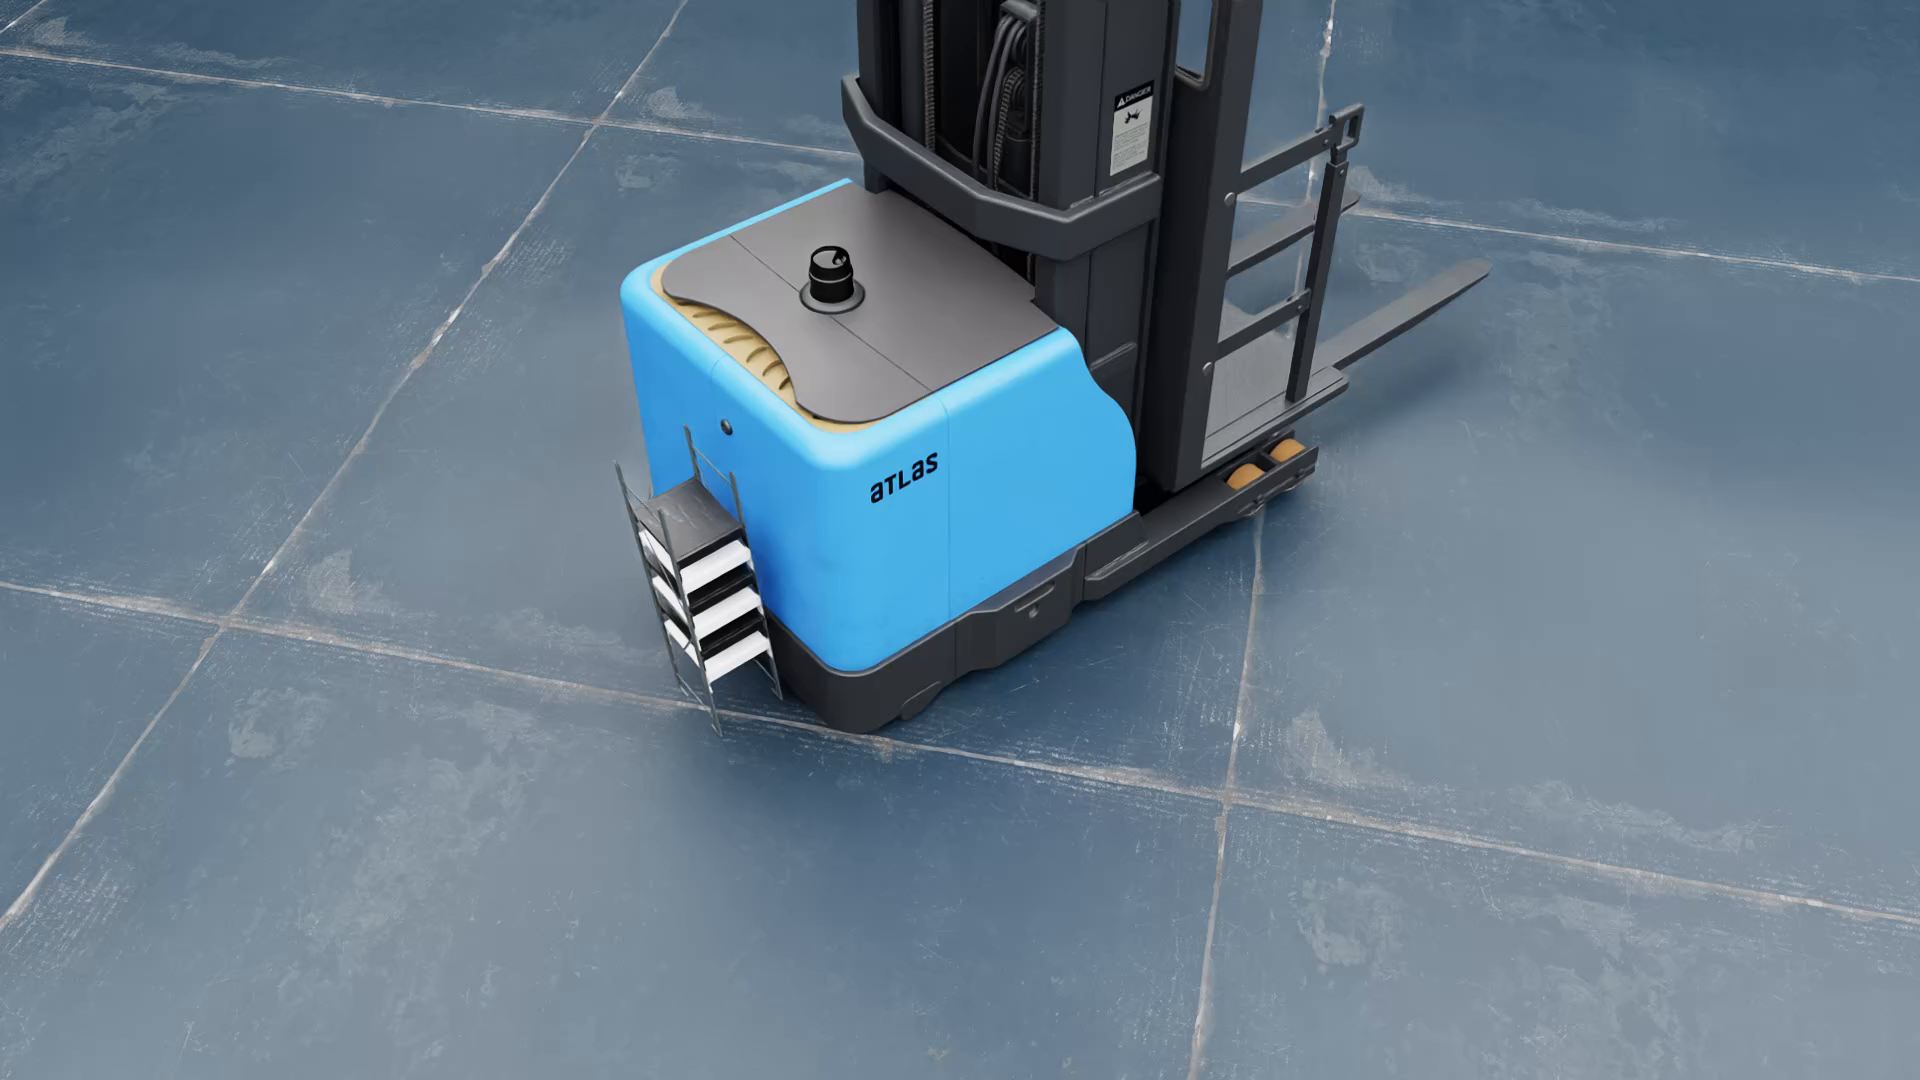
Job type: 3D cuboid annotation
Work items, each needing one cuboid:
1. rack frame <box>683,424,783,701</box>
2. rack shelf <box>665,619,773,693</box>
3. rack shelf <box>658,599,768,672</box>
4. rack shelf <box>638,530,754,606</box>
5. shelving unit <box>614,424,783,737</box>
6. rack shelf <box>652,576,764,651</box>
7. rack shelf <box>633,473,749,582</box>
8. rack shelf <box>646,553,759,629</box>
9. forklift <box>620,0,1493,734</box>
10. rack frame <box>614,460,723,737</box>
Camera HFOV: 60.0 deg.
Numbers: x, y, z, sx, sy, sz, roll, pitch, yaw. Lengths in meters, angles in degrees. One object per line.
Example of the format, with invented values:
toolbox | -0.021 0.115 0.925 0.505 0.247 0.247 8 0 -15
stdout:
rack frame | -0.606 0.082 4.496 0.006 0.900 0.240 -30 52 -23
rack shelf | -0.674 0.276 4.612 0.200 0.077 0.258 -30 52 -23
rack shelf | -0.680 0.214 4.547 0.200 0.077 0.258 -30 52 -23
rack shelf | -0.695 0.028 4.351 0.200 0.077 0.258 -30 52 -23
shelving unit | -0.687 0.129 4.457 0.210 0.900 0.258 -30 52 -23
rack shelf | -0.685 0.152 4.481 0.200 0.077 0.258 -30 52 -23
rack shelf | -0.700 -0.034 4.286 0.200 0.077 0.258 -30 52 -23
rack shelf | -0.690 0.090 4.416 0.200 0.077 0.258 -30 52 -23
forklift | 0.529 -1.388 4.578 3.031 2.935 1.130 -30 51 -27
rack frame | -0.767 0.177 4.418 0.006 0.900 0.240 -30 52 -23
